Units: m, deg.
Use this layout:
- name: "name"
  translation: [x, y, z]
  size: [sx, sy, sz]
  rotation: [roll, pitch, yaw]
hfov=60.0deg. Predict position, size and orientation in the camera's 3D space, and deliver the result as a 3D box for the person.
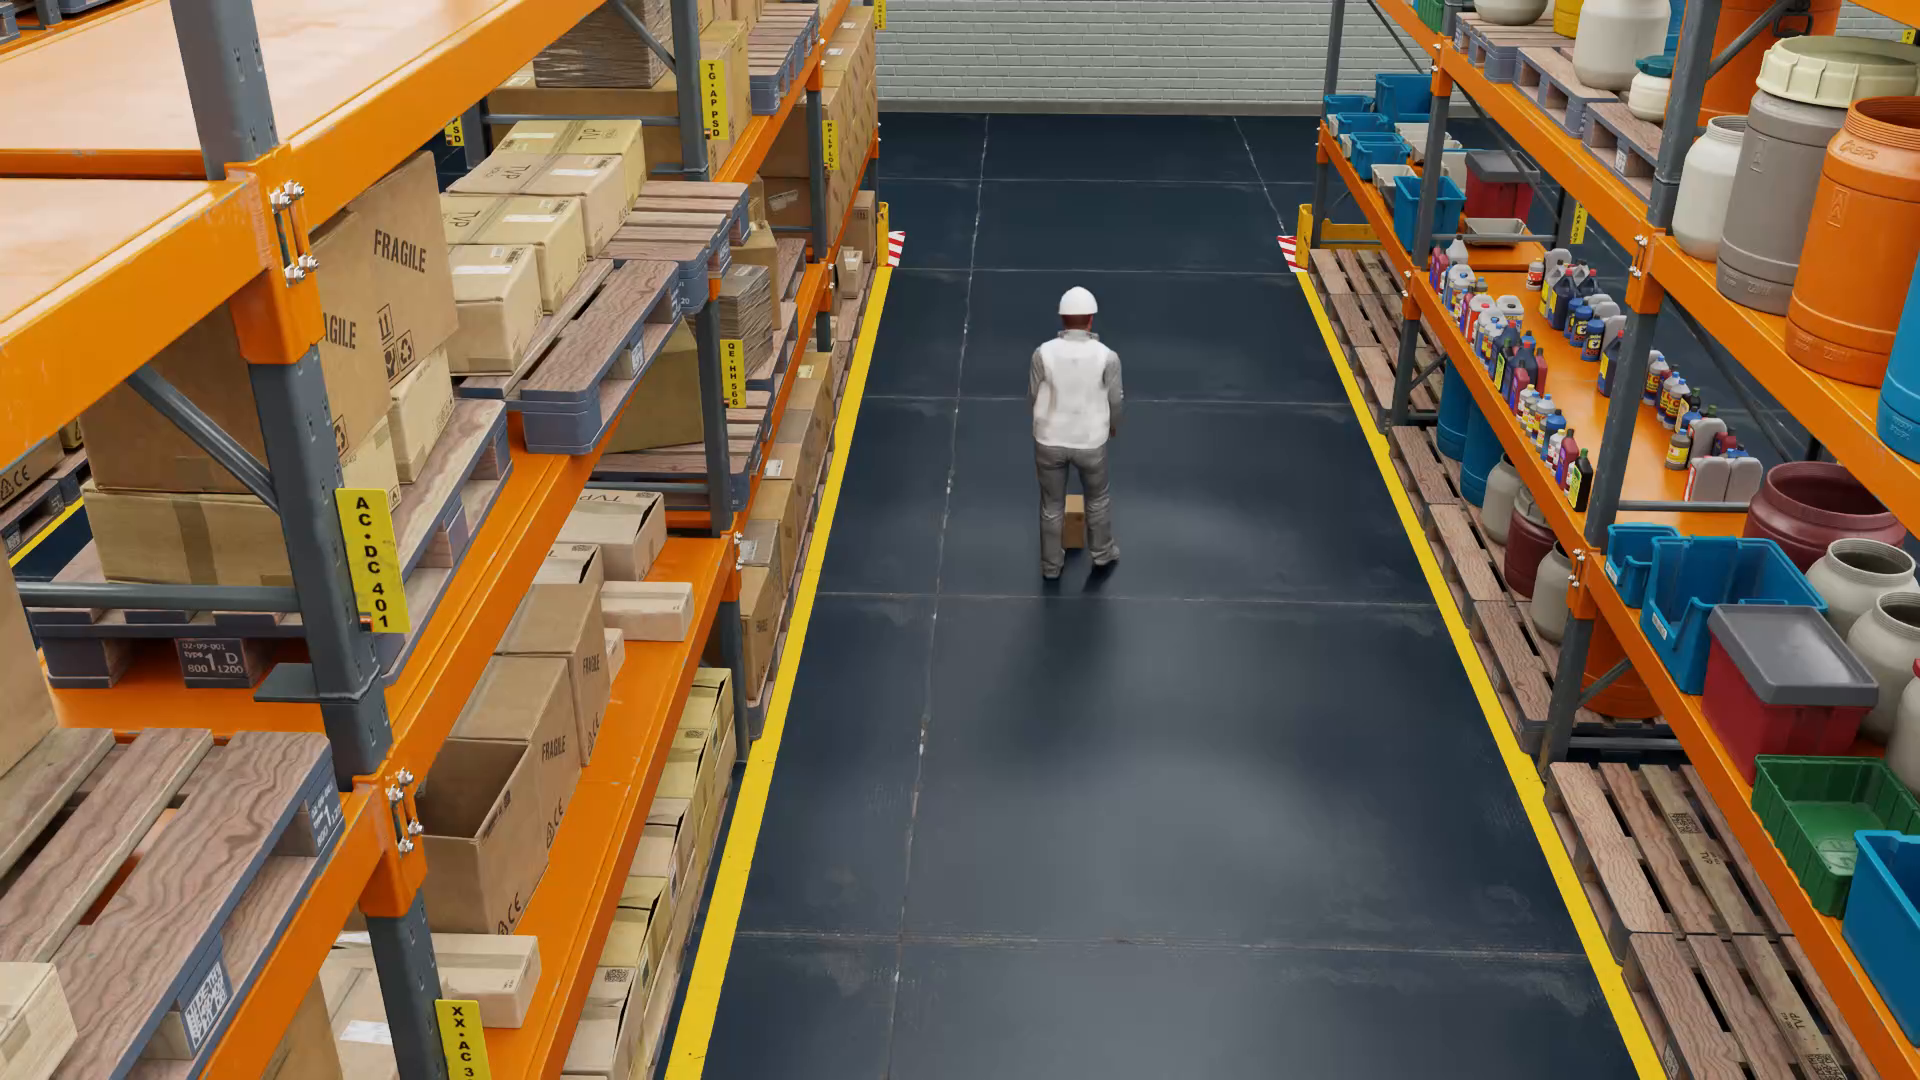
- name: "person"
  translation: [0.681, -0.613, 9.743]
  size: [0.582, 1.783, 0.540]
  rotation: [3, 28, 6]
